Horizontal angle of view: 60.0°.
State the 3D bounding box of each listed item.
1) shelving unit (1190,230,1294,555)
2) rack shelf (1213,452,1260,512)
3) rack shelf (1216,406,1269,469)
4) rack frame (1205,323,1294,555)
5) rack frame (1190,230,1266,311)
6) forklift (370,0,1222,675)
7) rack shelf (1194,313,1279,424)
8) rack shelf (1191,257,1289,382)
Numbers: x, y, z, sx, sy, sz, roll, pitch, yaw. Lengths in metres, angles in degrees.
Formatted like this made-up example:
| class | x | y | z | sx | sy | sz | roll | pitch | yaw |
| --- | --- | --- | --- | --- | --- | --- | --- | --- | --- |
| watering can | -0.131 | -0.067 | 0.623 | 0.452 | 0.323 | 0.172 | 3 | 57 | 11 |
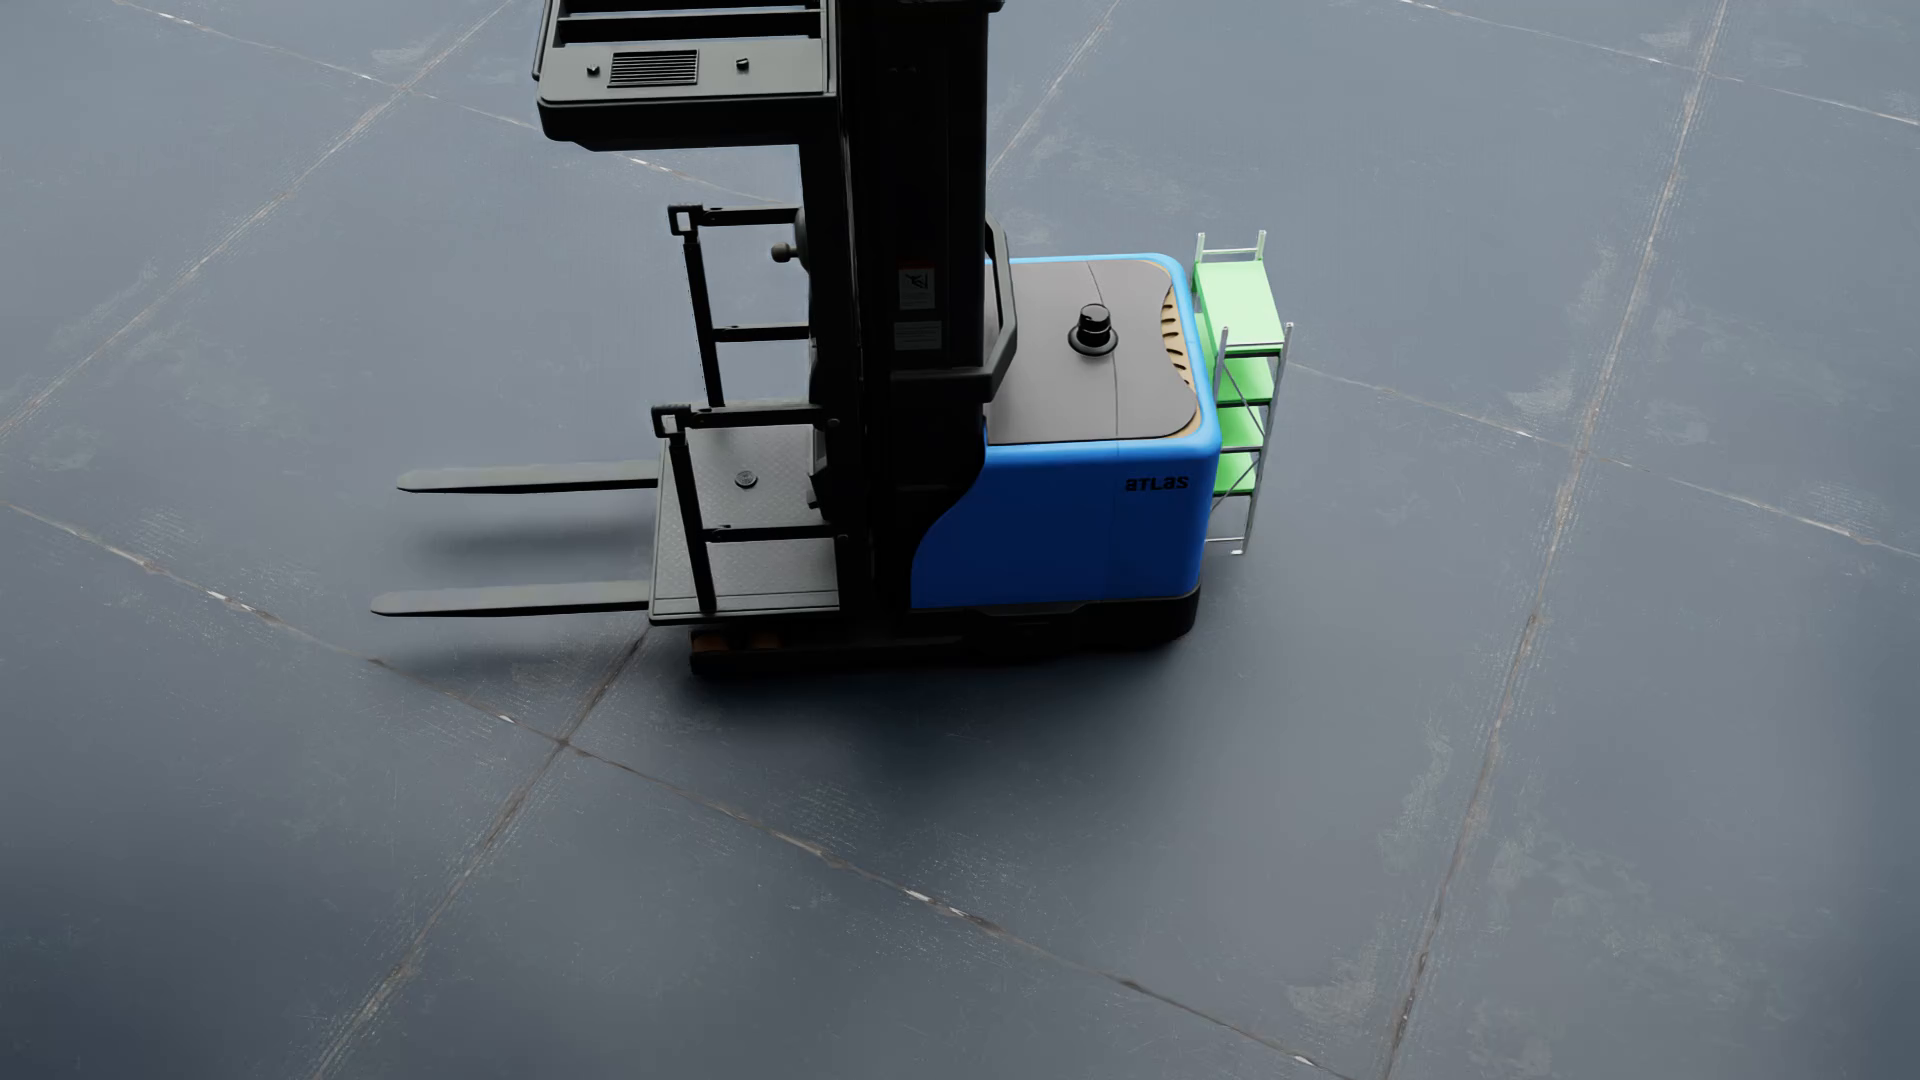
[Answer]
| class | x | y | z | sx | sy | sz | roll | pitch | yaw |
| --- | --- | --- | --- | --- | --- | --- | --- | --- | --- |
| shelving unit | 0.987 | -0.518 | 6.218 | 0.258 | 1.200 | 0.503 | -3 | 50 | -3 |
| rack shelf | 0.987 | -0.321 | 6.450 | 0.258 | 0.148 | 0.480 | -3 | 50 | -3 |
| rack shelf | 0.987 | -0.477 | 6.267 | 0.258 | 0.148 | 0.480 | -3 | 50 | -3 |
| rack frame | 1.004 | -0.333 | 6.061 | 0.240 | 1.200 | 0.015 | -3 | 50 | -3 |
| rack frame | 0.970 | -0.704 | 6.376 | 0.240 | 1.200 | 0.015 | -3 | 50 | -3 |
| forklift | -0.658 | -0.870 | 5.381 | 3.031 | 2.935 | 1.130 | -3 | 50 | -2 |
| rack shelf | 0.987 | -0.632 | 6.084 | 0.258 | 0.148 | 0.480 | -3 | 50 | -3 |
| rack shelf | 0.987 | -0.788 | 5.901 | 0.258 | 0.148 | 0.480 | -3 | 50 | -3 |
